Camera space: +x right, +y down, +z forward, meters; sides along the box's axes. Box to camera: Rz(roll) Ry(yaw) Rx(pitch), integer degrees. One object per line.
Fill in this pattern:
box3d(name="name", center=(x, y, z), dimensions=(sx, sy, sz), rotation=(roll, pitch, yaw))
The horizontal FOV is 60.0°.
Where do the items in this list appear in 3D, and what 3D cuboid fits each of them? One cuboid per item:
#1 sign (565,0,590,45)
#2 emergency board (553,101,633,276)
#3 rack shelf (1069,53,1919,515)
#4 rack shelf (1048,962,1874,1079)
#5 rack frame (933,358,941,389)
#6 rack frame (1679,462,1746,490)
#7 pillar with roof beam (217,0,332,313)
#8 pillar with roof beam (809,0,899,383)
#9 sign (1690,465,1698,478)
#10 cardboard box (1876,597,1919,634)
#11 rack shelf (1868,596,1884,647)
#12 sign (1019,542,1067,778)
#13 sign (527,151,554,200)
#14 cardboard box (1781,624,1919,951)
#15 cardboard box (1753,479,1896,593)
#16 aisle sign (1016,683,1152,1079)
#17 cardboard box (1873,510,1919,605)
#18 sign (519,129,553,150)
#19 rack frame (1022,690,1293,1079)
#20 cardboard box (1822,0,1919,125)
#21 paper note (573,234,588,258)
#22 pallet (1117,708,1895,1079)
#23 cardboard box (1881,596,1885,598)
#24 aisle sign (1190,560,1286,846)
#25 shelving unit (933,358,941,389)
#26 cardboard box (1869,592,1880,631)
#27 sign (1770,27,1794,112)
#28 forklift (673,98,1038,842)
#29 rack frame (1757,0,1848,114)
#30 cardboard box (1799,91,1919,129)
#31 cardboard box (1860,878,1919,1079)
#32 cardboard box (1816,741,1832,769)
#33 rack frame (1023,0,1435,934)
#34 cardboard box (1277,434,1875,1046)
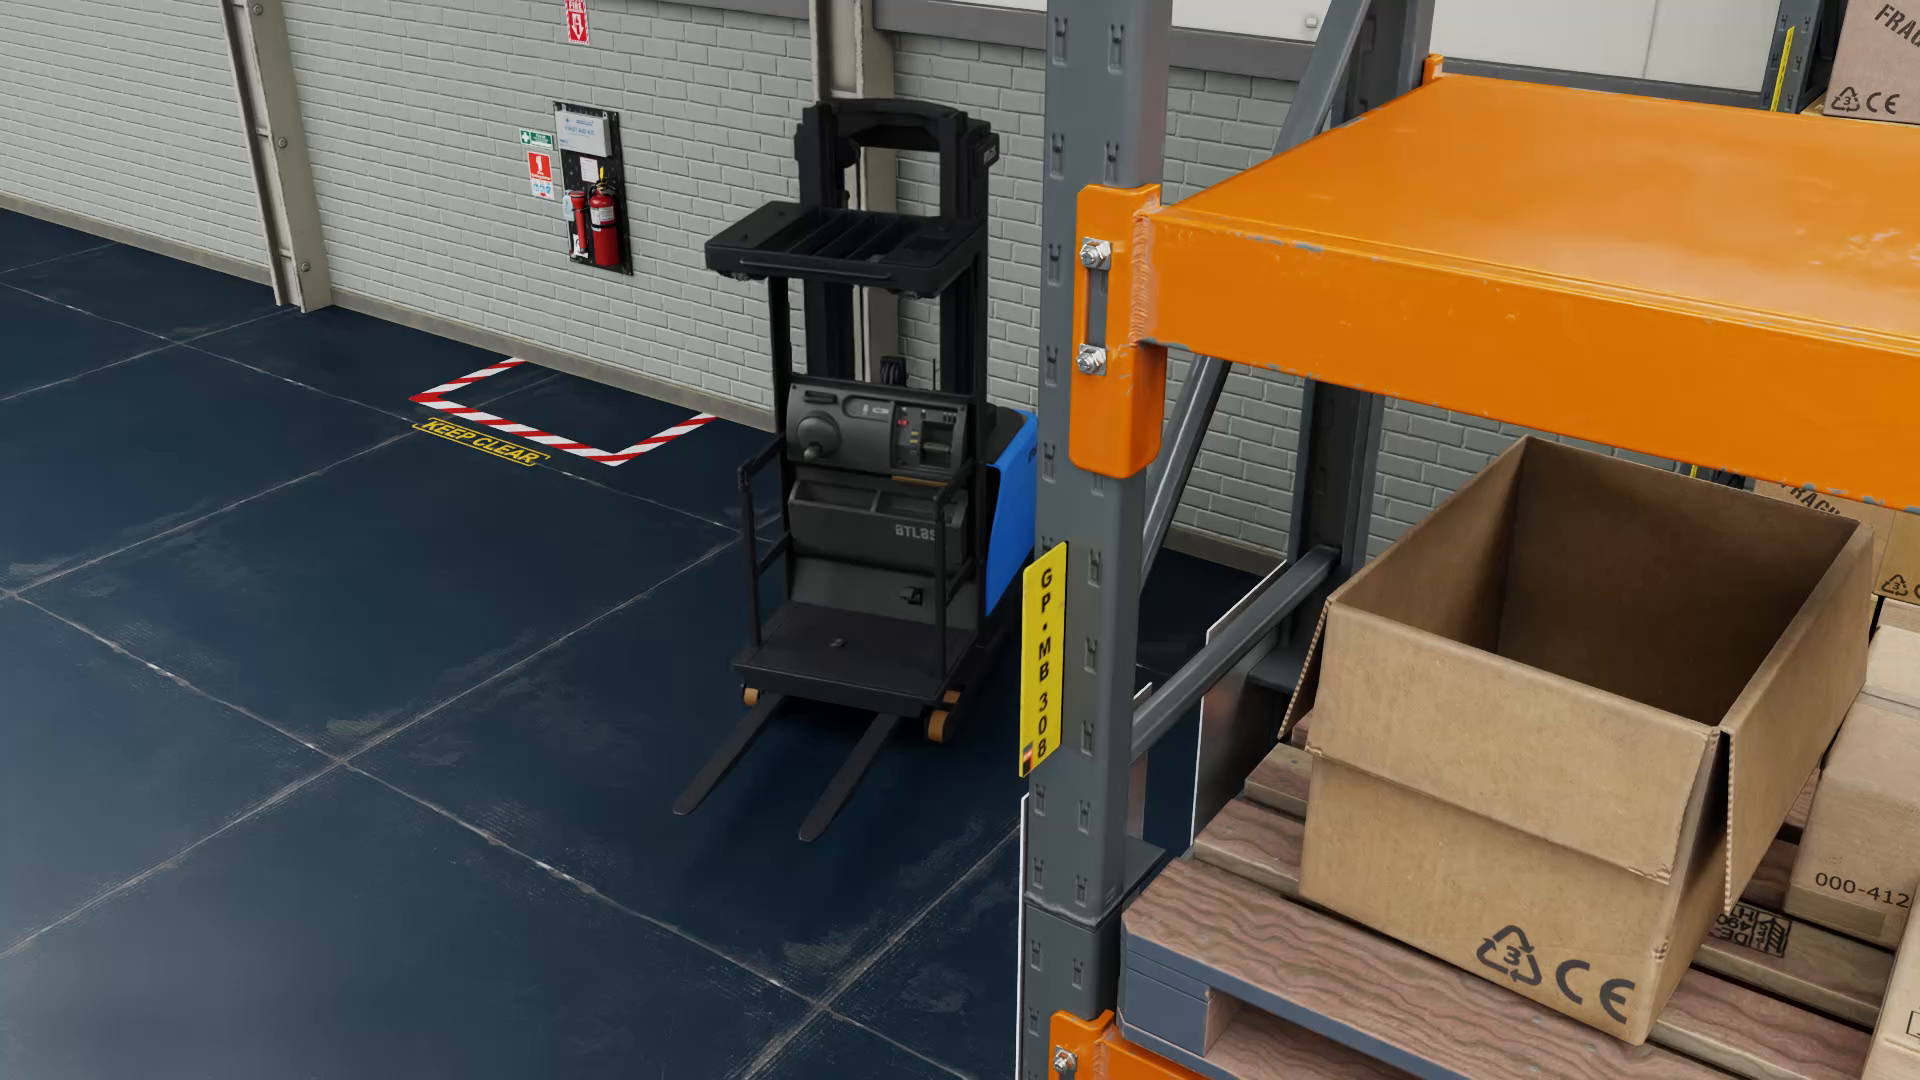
box3d(name="sign", center=(-2.612, -3.537, 11.338), dimensions=(0.199, 0.298, 0.001), rotation=(17, 32, 30))
box3d(name="emergency board", center=(-2.661, -2.465, 11.786), dimensions=(0.643, 1.169, 0.194), rotation=(17, 32, 30))
box3d(name="rack shelf", center=(2.080, 0.060, 1.445), dimensions=(4.000, 0.370, 1.077), rotation=(17, 32, 30))
box3d(name="rack shelf", center=(2.080, 1.219, 2.034), dimensions=(4.000, 0.370, 1.077), rotation=(17, 32, 30))
box3d(name="rack frame", center=(-0.087, -0.562, 10.031), dimensions=(0.006, 1.200, 0.240), rotation=(17, 32, 30))
box3d(name="rack frame", center=(3.233, -0.132, 7.202), dimensions=(0.127, 3.000, 1.000), rotation=(17, 32, 30))
box3d(name="pillar with roof beam", center=(-8.029, -4.421, 9.016), dimensions=(0.400, 9.000, 9.100), rotation=(17, 32, 30))
box3d(name="pillar with roof beam", center=(-3.083, -2.880, 5.988), dimensions=(0.400, 9.000, 9.100), rotation=(17, 32, 30))
box3d(name="sign", center=(2.926, -0.315, 6.607), dimensions=(0.005, 0.325, 0.100), rotation=(17, 32, 30))
box3d(name="cardboard box", center=(3.891, 0.298, 6.500), dimensions=(0.500, 0.250, 0.500), rotation=(16, 31, 29))
box3d(name="rack shelf", center=(4.881, 0.702, 6.356), dimensions=(4.000, 0.370, 1.077), rotation=(17, 32, 30))
box3d(name="sign", center=(0.112, 0.165, 2.259), dimensions=(0.005, 0.325, 0.100), rotation=(17, 32, 30))
box3d(name="sign", center=(-3.059, -2.661, 12.133), dimensions=(0.234, 0.329, 0.001), rotation=(17, 32, 30))
box3d(name="cardboard box", center=(1.530, 0.399, 2.400), dimensions=(0.500, 0.250, 0.500), rotation=(17, 32, 30))
box3d(name="cardboard box", center=(3.456, -0.173, 6.599), dimensions=(0.500, 0.500, 0.500), rotation=(17, 32, 30))
box3d(name="aisle sign", center=(0.204, 0.660, 2.779), dimensions=(0.004, 0.787, 0.394), rotation=(17, 32, 30))
box3d(name="cardboard box", center=(3.858, -0.042, 6.343), dimensions=(0.500, 0.500, 0.500), rotation=(17, 32, 30))
box3d(name="sign", center=(-3.060, -2.893, 12.004), dimensions=(0.331, 0.109, 0.001), rotation=(17, 32, 30))
box3d(name="rack frame", center=(0.431, 1.721, 3.561), dimensions=(0.127, 3.000, 1.000), rotation=(17, 32, 30))
box3d(name="cardboard box", center=(3.413, -1.778, 5.895), dimensions=(0.500, 0.500, 0.500), rotation=(15, 31, 27))
box3d(name="paper note", center=(-2.768, -2.144, 12.126), dimensions=(0.142, 0.148, 0.016), rotation=(17, 32, 30))
box3d(name="pallet", center=(1.000, 0.615, 2.525), dimensions=(1.213, 0.211, 1.003), rotation=(17, 32, 30))
box3d(name="cardboard box", center=(4.162, 0.103, 6.883), dimensions=(0.500, 0.250, 0.500), rotation=(18, 32, 32))
box3d(name="aisle sign", center=(0.543, 0.436, 3.220), dimensions=(0.004, 0.787, 0.394), rotation=(17, 32, 30))
box3d(name="shelving unit", center=(-0.012, -0.538, 9.985), dimensions=(0.189, 1.200, 0.258), rotation=(17, 32, 30))
box3d(name="cardboard box", center=(3.455, 0.170, 6.752), dimensions=(0.500, 0.250, 0.500), rotation=(16, 31, 29))
box3d(name="sign", center=(2.926, -1.655, 5.924), dimensions=(0.005, 0.325, 0.100), rotation=(17, 32, 30))
box3d(name="forklift", center=(-0.480, -0.502, 8.004), dimensions=(1.130, 2.935, 3.031), rotation=(9, 28, 16))
box3d(name="rack frame", center=(3.233, -2.805, 5.841), dimensions=(0.127, 3.000, 1.000), rotation=(17, 32, 30))
box3d(name="cardboard box", center=(3.367, -1.343, 6.142), dimensions=(0.500, 0.500, 0.500), rotation=(18, 32, 32))
box3d(name="cardboard box", center=(1.301, 0.615, 2.087), dimensions=(0.250, 0.149, 0.380), rotation=(17, 32, 30))
box3d(name="cardboard box", center=(3.752, 1.082, 7.296), dimensions=(0.500, 0.311, 0.500), rotation=(14, 30, 25))
box3d(name="rack frame", center=(0.431, -0.952, 2.200), dimensions=(0.127, 3.000, 1.000), rotation=(17, 32, 30))
box3d(name="cardboard box", center=(0.903, 0.238, 2.437), dimensions=(0.637, 0.503, 0.797), rotation=(20, 33, 34))
